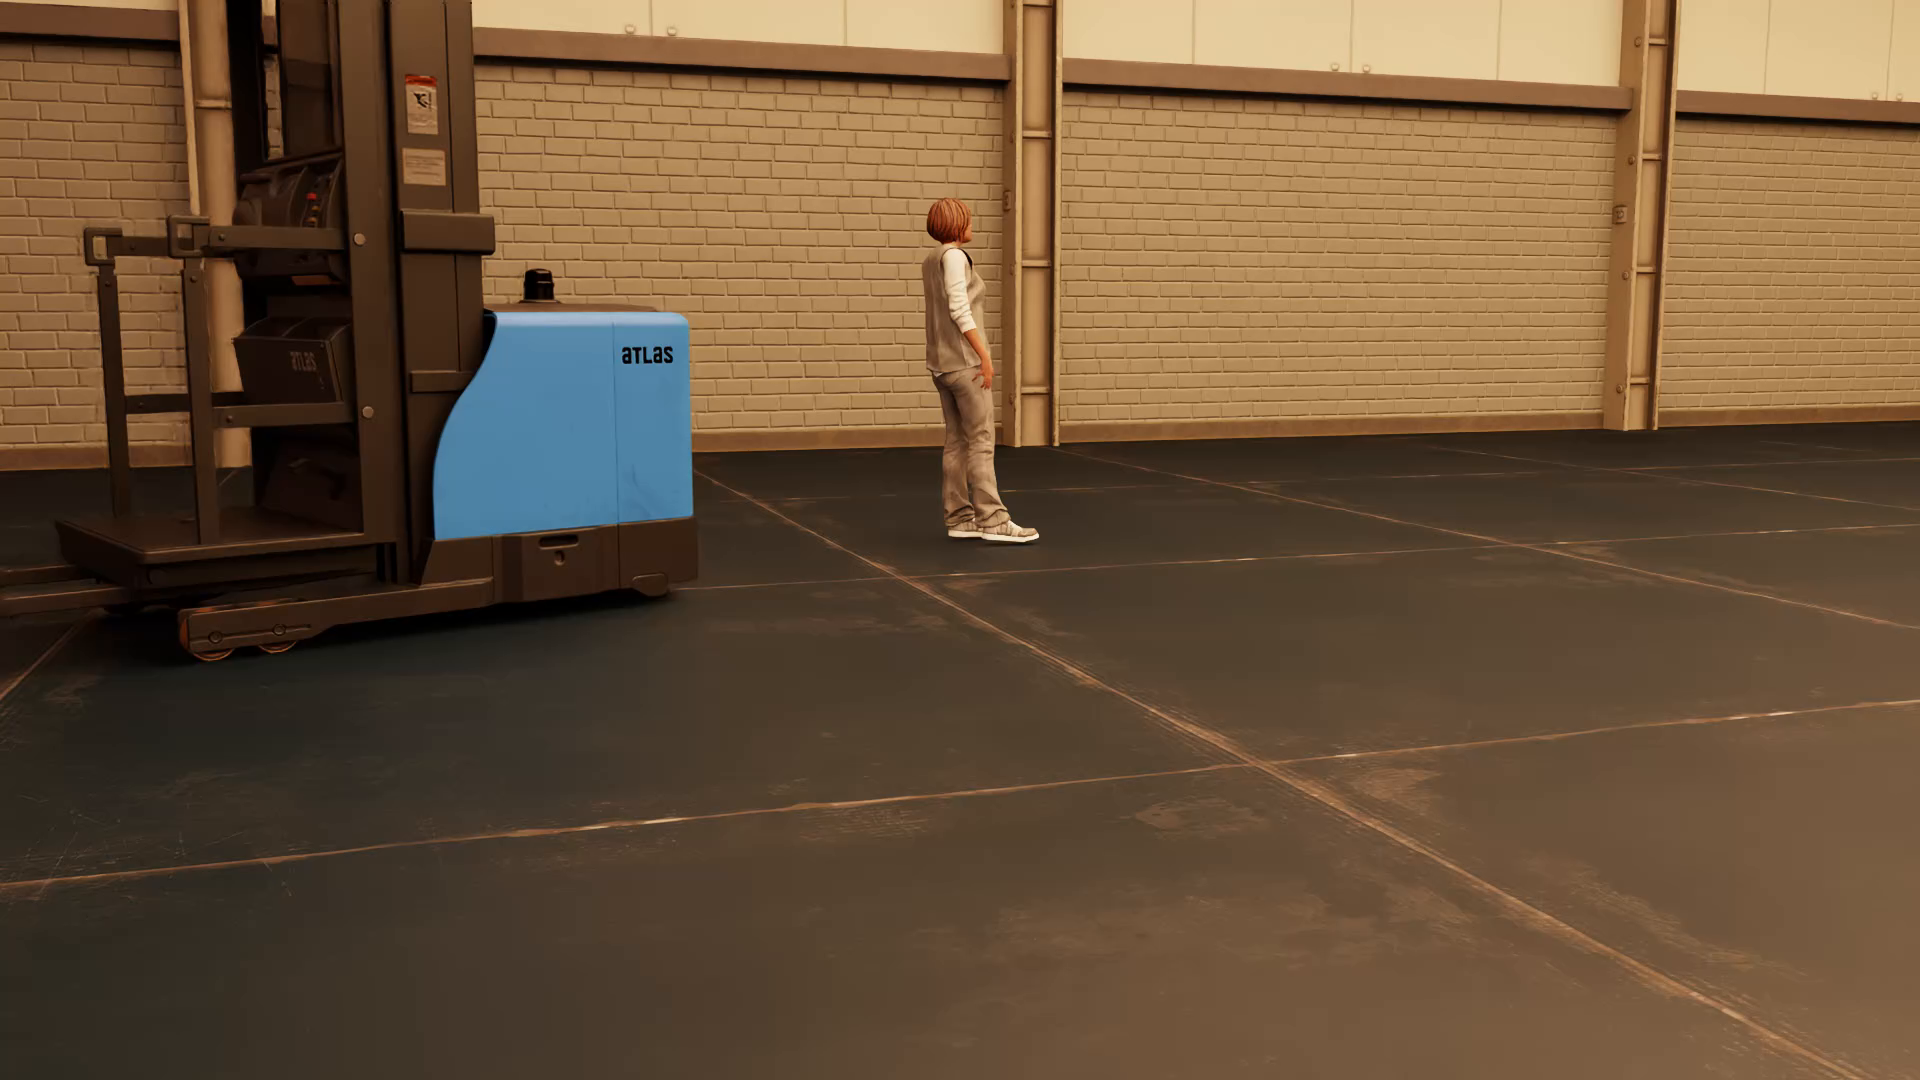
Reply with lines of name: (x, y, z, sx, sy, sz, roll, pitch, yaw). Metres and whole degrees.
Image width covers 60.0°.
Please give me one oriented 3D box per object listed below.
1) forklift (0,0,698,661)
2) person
forklift: (-2.444, -1.155, 5.540, 3.031, 2.935, 1.130, -7, 10, -40)
person: (0.075, -0.800, 7.826, 0.473, 1.599, 0.521, -3, 8, -18)
